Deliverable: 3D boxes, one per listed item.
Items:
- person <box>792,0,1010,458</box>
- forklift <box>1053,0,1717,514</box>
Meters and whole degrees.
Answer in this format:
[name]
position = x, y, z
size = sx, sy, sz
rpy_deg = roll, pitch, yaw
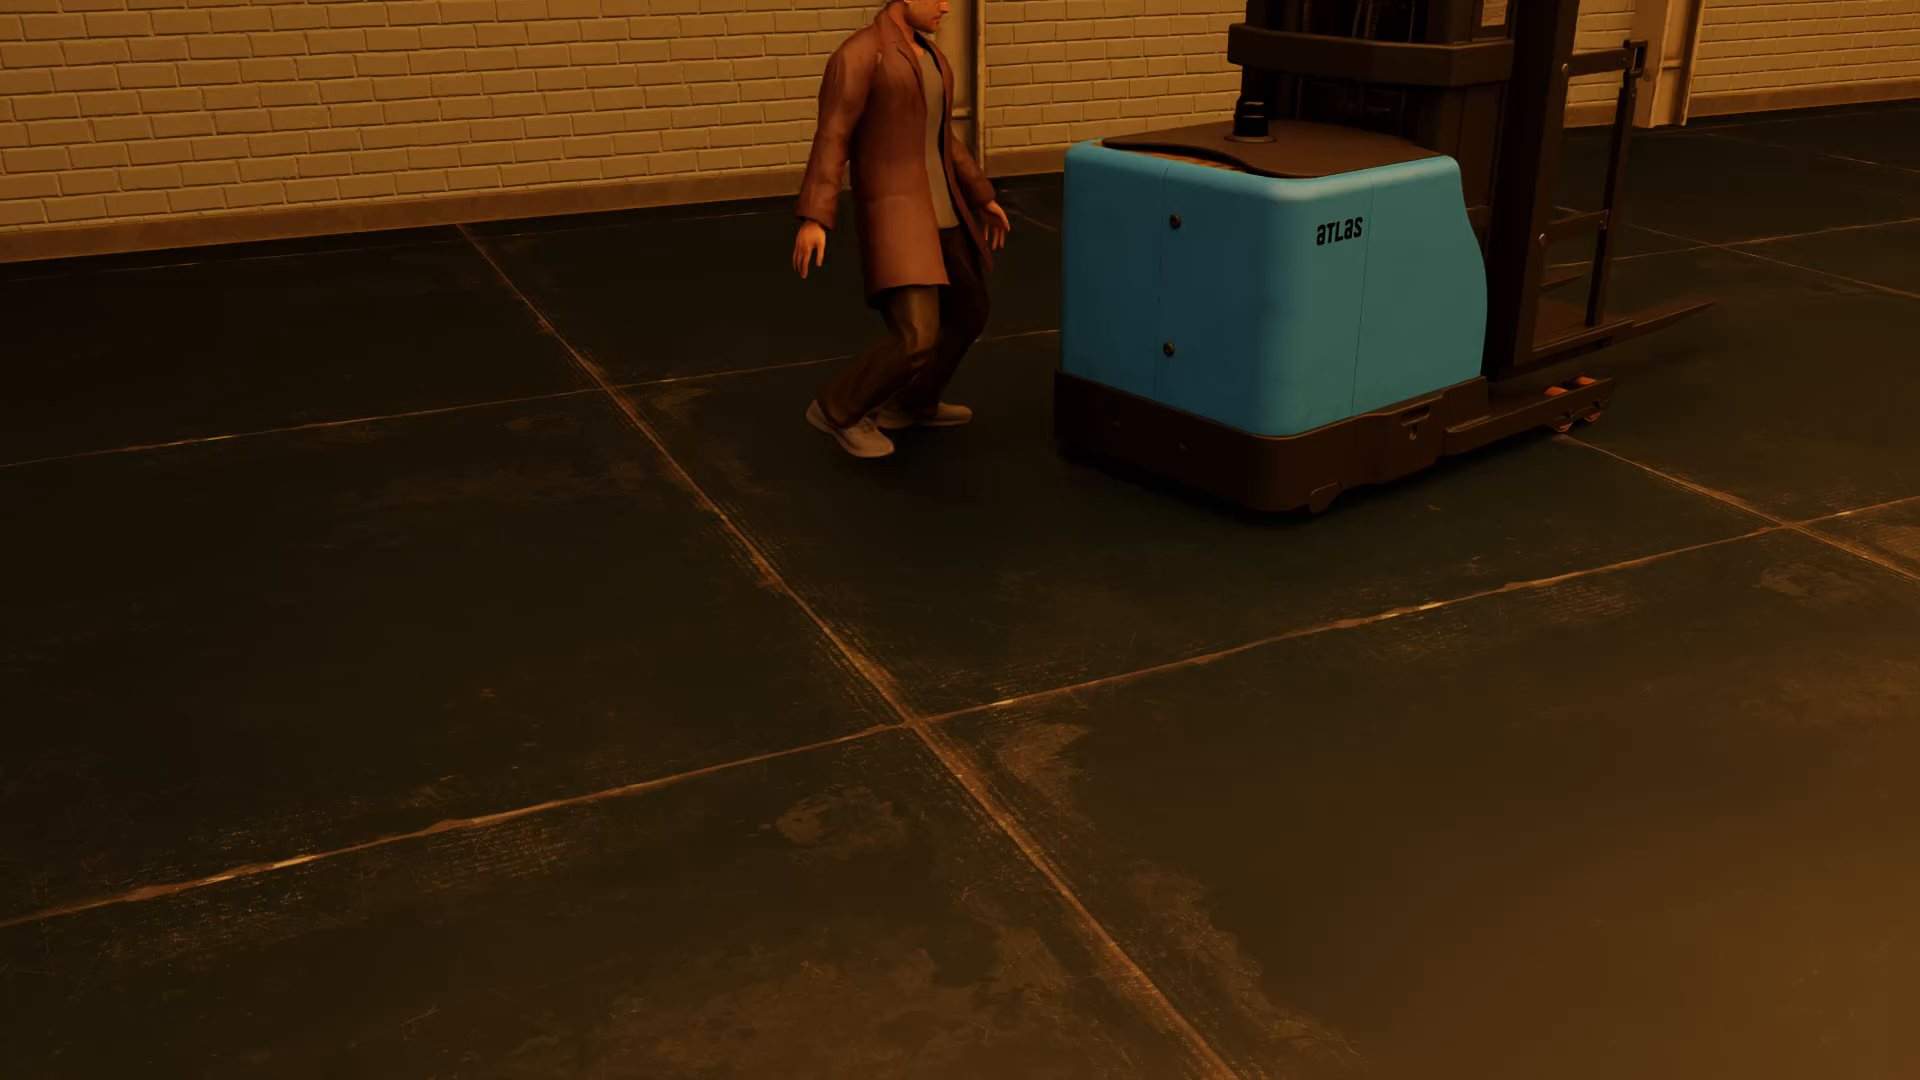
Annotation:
[person]
position = -0.175, -1.070, 5.519
size = 0.558, 1.681, 0.950
rpy_deg = 14, 26, 31
[forklift]
position = 1.784, -1.882, 5.815
size = 3.031, 2.935, 1.130
rpy_deg = -18, 28, -36
